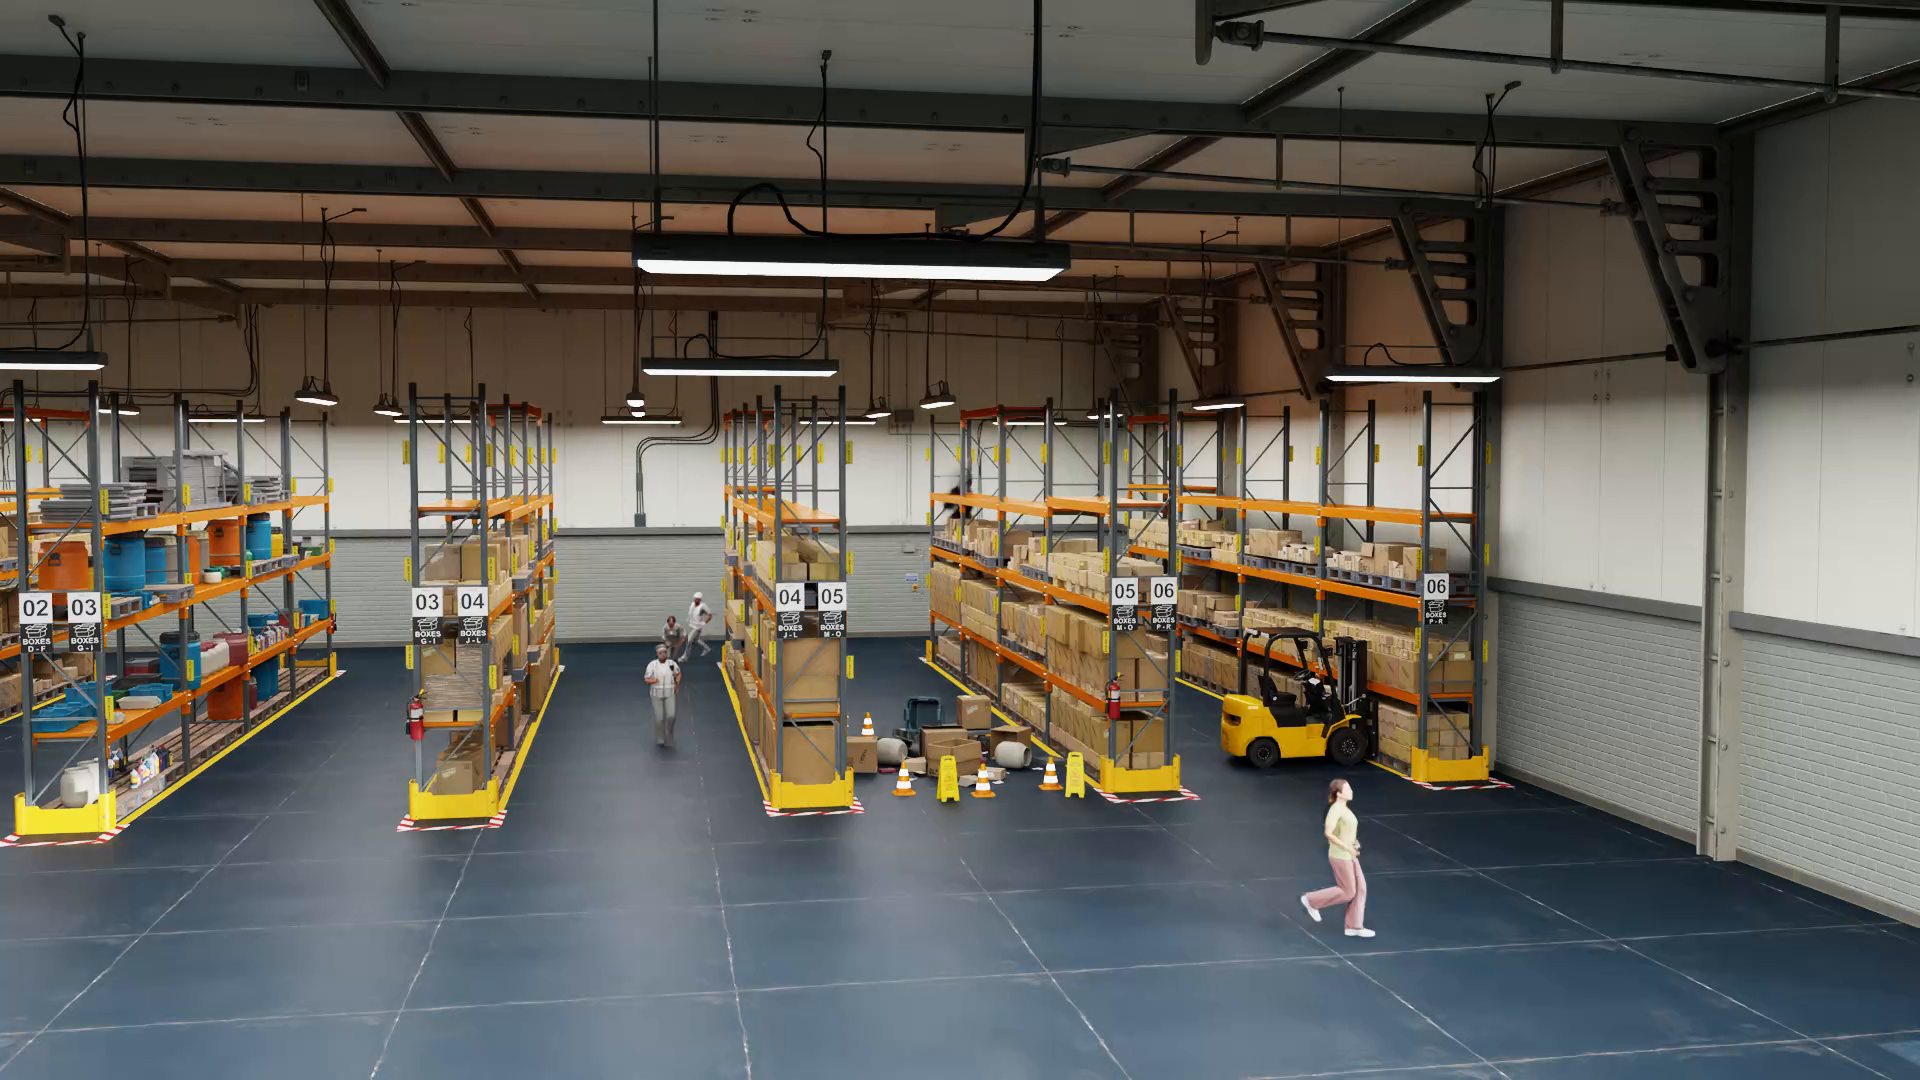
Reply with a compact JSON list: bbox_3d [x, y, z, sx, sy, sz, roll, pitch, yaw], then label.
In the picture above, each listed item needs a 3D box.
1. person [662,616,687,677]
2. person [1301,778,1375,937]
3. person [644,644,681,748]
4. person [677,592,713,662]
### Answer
[{"bbox_3d":[-6.430,2.398,37.453,0.544,1.447,0.791,0,3,-4],"label":"person"},{"bbox_3d":[3.957,3.297,17.352,0.762,1.633,0.596,1,3,23],"label":"person"},{"bbox_3d":[-5.077,2.686,28.514,0.643,1.810,0.676,-1,3,-14],"label":"person"},{"bbox_3d":[-6.328,2.101,40.265,0.974,1.709,0.729,-3,4,-41],"label":"person"}]
